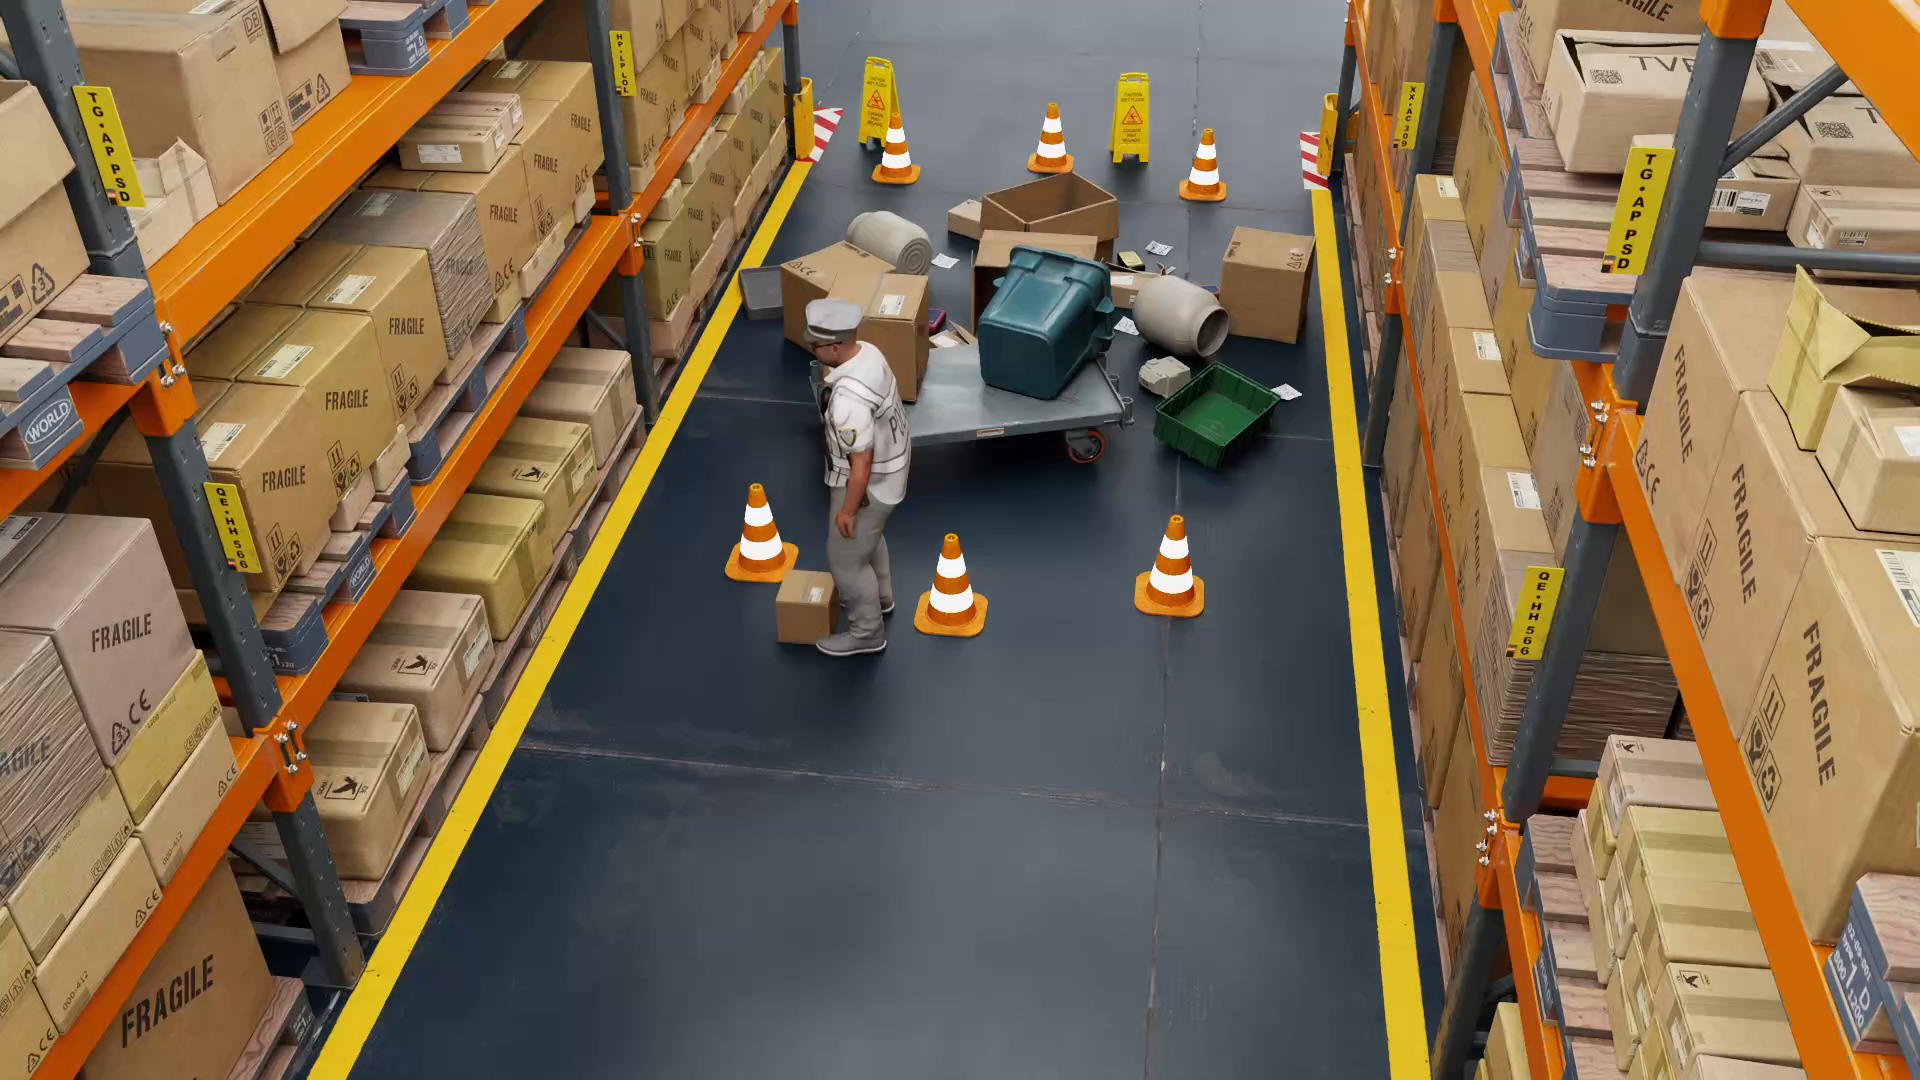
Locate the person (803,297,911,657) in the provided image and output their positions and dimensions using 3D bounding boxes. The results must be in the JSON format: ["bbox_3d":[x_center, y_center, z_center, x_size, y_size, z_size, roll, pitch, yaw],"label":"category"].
[{"bbox_3d":[-0.443,-0.270,7.408,0.443,1.746,0.590,3,36,4],"label":"person"}]
